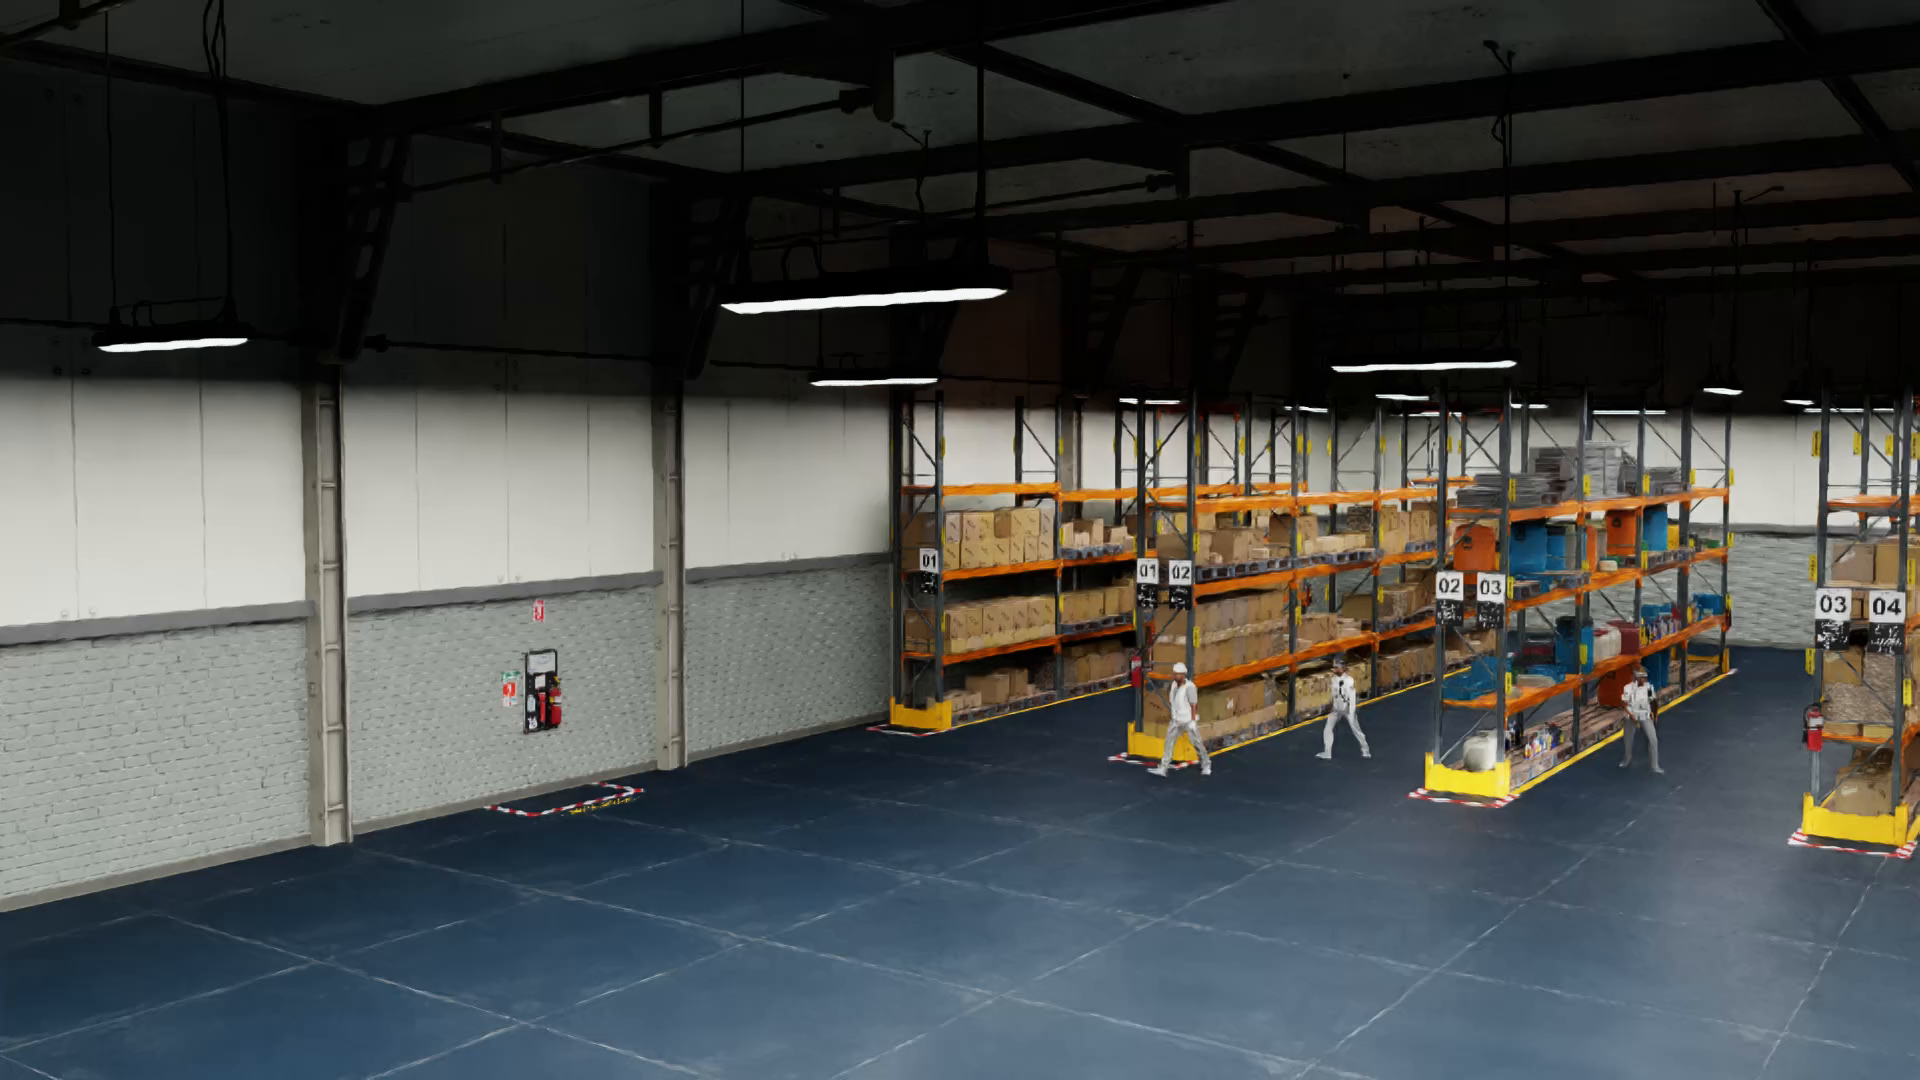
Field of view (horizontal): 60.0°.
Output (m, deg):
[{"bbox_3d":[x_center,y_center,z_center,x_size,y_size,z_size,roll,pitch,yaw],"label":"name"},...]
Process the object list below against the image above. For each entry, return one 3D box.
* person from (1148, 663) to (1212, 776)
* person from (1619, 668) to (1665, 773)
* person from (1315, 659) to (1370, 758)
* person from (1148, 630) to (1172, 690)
[{"bbox_3d":[3.359,2.718,25.174,0.963,1.739,0.610,-2,4,-31],"label":"person"},{"bbox_3d":[10.495,2.750,25.629,0.626,1.606,0.797,1,3,16],"label":"person"},{"bbox_3d":[6.171,2.692,26.649,0.942,1.614,0.521,-2,4,-34],"label":"person"},{"bbox_3d":[3.934,2.336,32.375,0.535,1.657,1.036,2,4,26],"label":"person"}]
